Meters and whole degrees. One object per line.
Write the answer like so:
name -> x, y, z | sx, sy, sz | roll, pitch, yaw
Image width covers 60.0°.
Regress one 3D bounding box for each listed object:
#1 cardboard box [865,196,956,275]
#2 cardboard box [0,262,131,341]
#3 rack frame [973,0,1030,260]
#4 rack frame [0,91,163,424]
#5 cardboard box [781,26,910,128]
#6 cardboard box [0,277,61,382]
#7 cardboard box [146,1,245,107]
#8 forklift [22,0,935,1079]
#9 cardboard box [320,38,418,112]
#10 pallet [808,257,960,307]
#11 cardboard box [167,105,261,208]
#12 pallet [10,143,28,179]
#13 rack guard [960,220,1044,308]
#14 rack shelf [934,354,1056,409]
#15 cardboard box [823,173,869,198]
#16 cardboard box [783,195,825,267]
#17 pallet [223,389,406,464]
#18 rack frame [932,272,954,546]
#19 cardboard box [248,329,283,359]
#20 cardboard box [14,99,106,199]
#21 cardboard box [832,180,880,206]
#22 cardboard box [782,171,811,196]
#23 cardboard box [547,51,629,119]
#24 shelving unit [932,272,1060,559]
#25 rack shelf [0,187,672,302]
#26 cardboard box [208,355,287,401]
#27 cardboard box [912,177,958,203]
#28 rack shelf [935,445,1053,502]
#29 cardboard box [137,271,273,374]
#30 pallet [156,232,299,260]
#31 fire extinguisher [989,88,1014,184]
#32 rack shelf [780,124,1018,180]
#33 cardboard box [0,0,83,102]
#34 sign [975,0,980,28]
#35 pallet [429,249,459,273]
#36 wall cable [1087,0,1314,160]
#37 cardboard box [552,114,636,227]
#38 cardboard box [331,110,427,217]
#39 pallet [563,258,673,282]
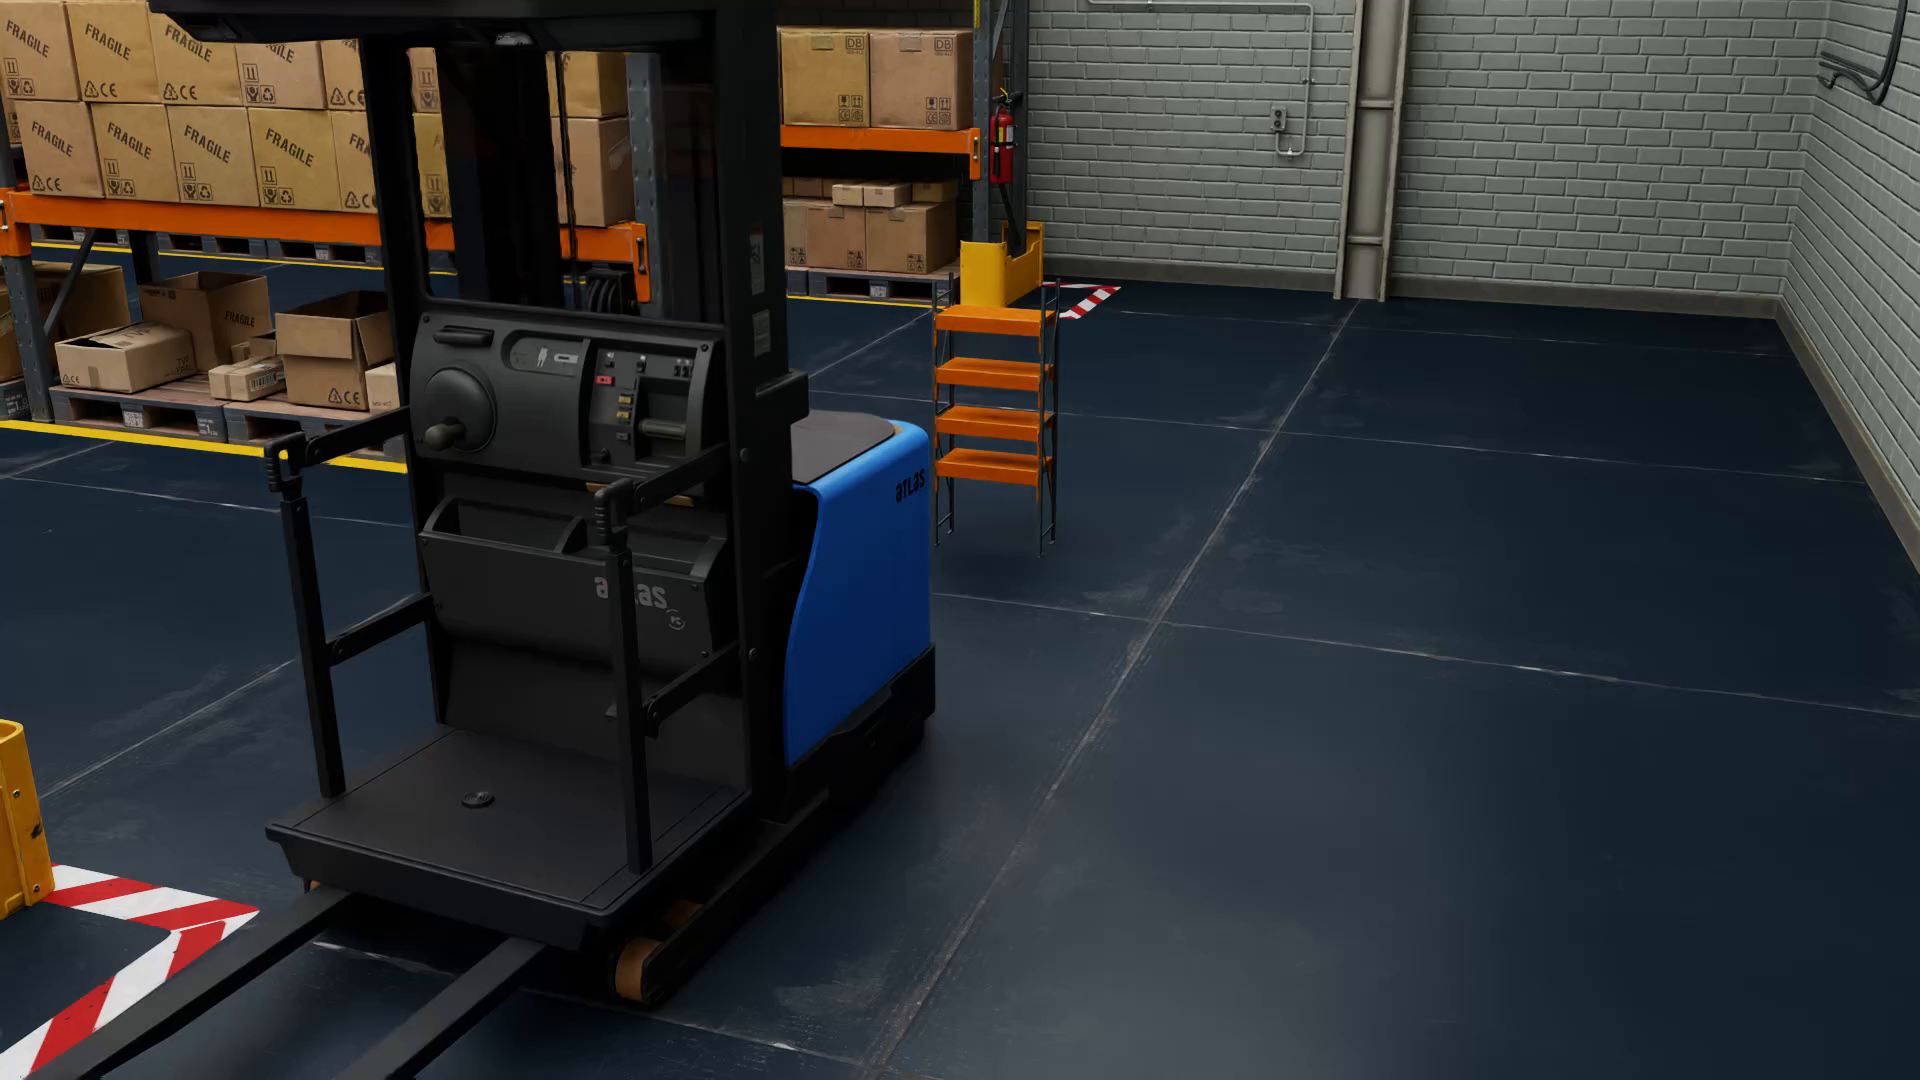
cardboard box -> -0.378, -2.410, 13.093 | 0.500, 0.500, 0.700 | 7, 20, 18
cardboard box -> -5.462, -1.395, 10.149 | 0.500, 0.500, 0.500 | 6, 20, 16
rack frame -> 0.316, -3.348, 12.623 | 0.127, 3.000, 1.000 | 7, 20, 18
rack frame -> -5.085, -2.239, 9.443 | 0.127, 3.000, 1.000 | 7, 20, 18
cardboard box -> -0.860, -3.616, 12.938 | 0.700, 0.700, 0.980 | 6, 20, 18
cardboard box -> -5.645, -1.231, 9.679 | 0.500, 0.500, 0.500 | 6, 20, 18
cardboard box -> -3.759, -2.509, 8.545 | 0.500, 0.500, 0.500 | 6, 20, 16
forklift -> -1.140, -0.371, 4.187 | 1.130, 2.935, 3.031 | 8, 21, 22
cardboard box -> -2.786, -2.398, 8.227 | 0.500, 0.500, 0.500 | 7, 20, 20
pallet -> -0.465, -2.093, 13.260 | 1.213, 0.211, 1.003 | 7, 20, 18
cardboard box -> -3.736, -2.037, 8.712 | 0.500, 0.500, 0.500 | 6, 20, 18
pallet -> -5.804, -2.269, 9.819 | 1.213, 0.211, 1.003 | 7, 20, 18
rack guard -> 0.339, -2.165, 13.027 | 0.348, 0.500, 1.175 | 7, 20, 18
rack shelf -> 0.156, -0.696, 7.276 | 0.480, 0.148, 0.258 | 7, 20, 18
cardboard box -> -0.910, -2.847, 13.360 | 0.250, 0.149, 0.380 | 7, 20, 19
cardboard box -> -1.326, -2.518, 13.403 | 0.500, 0.500, 0.700 | 6, 20, 16
pallet -> -3.280, -0.717, 9.311 | 1.213, 0.211, 1.003 | 7, 20, 18
rack frame -> -0.074, -0.575, 7.403 | 0.015, 1.200, 0.240 | 7, 20, 18
cardboard box -> -3.745, -1.123, 9.657 | 0.500, 0.311, 0.500 | 7, 20, 18
cardboard box -> -4.693, -2.147, 9.025 | 0.500, 0.500, 0.500 | 7, 20, 19
cardboard box -> -0.801, -2.701, 12.942 | 0.250, 0.149, 0.380 | 7, 20, 20
cardboard box -> -1.393, -2.901, 13.517 | 0.250, 0.149, 0.380 | 7, 20, 19
cardboard box -> -1.817, -2.289, 7.915 | 0.500, 0.500, 0.500 | 6, 20, 18
shelving unit -> 0.156, -0.549, 7.327 | 0.503, 1.200, 0.258 | 7, 20, 18
rack shelf -> -3.195, -1.683, 8.941 | 4.000, 0.370, 1.077 | 7, 20, 18
cardboard box -> -3.939, -0.906, 9.254 | 0.250, 0.166, 0.380 | 7, 20, 18
cardboard box -> -0.194, -2.765, 13.126 | 0.250, 0.149, 0.380 | 7, 20, 18
rack shelf -> 0.156, -0.298, 7.415 | 0.480, 0.148, 0.258 | 7, 20, 18
cardboard box -> -4.453, -1.293, 9.858 | 0.500, 0.500, 0.500 | 7, 20, 18
pallet -> -6.521, -2.786, 15.249 | 1.213, 0.211, 1.003 | 7, 20, 18
fire extinguisher -> 0.307, -2.975, 12.239 | 0.183, 0.674, 0.296 | 7, 20, 18
rack shelf -> -1.573, -3.224, 13.361 | 4.000, 0.370, 1.077 | 7, 20, 18
cardboard box -> -4.732, -2.620, 8.865 | 0.500, 0.500, 0.500 | 7, 20, 19
sign -> 0.125, -3.839, 11.914 | 0.005, 0.325, 0.100 | 7, 20, 18
pallet -> -4.216, -2.523, 14.493 | 1.213, 0.211, 1.003 | 7, 20, 18
wall cable -> 1.836, -3.983, 12.903 | 1.851, 1.984, 0.084 | 7, 20, 18
cardboard box -> -1.819, -1.818, 8.083 | 0.500, 0.500, 0.500 | 7, 20, 20
cardboard box -> -2.779, -1.929, 8.400 | 0.500, 0.500, 0.500 | 7, 20, 18
pallet -> -2.770, -2.356, 14.016 | 1.213, 0.211, 1.003 | 7, 20, 18
